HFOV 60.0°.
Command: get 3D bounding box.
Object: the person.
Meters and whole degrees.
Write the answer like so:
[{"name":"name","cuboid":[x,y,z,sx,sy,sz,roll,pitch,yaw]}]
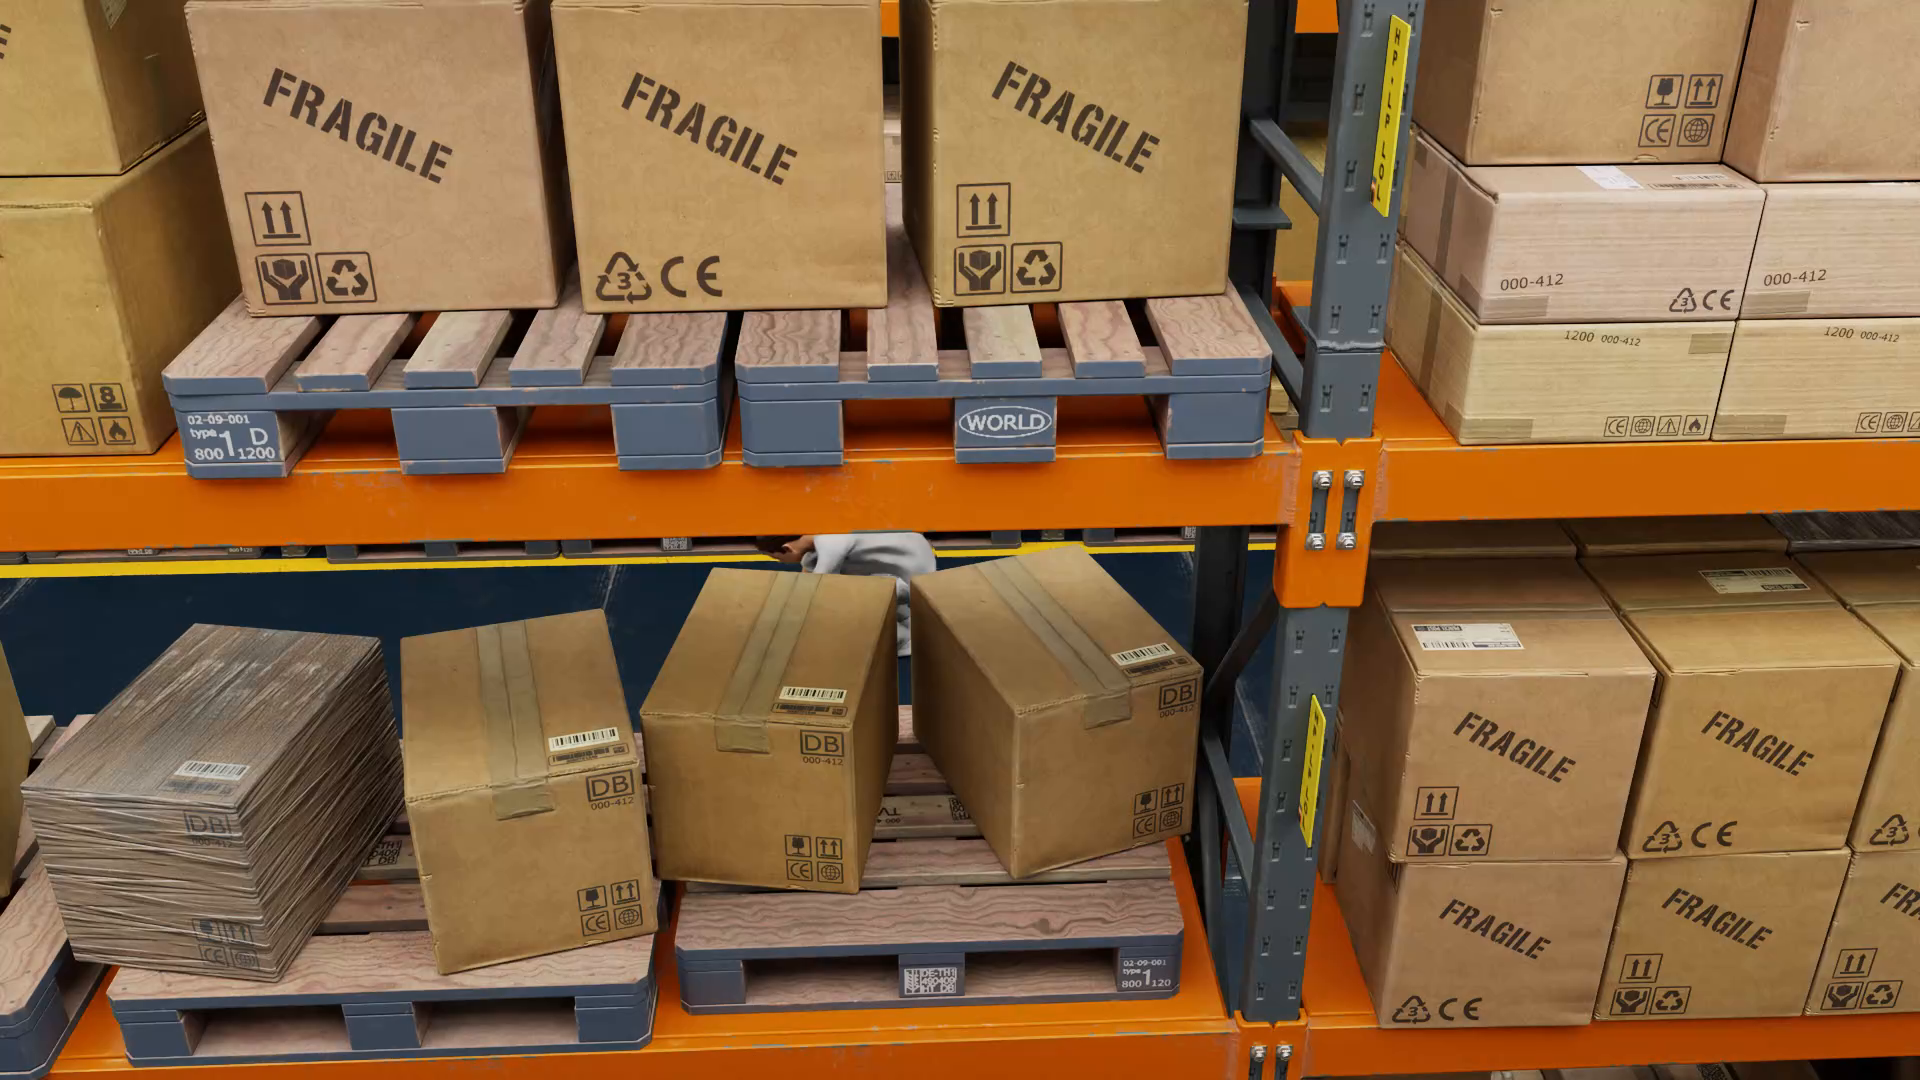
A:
[{"name":"person","cuboid":[-0.525,0.199,7.812,0.837,0.816,0.470,-2,28,-3]}]
